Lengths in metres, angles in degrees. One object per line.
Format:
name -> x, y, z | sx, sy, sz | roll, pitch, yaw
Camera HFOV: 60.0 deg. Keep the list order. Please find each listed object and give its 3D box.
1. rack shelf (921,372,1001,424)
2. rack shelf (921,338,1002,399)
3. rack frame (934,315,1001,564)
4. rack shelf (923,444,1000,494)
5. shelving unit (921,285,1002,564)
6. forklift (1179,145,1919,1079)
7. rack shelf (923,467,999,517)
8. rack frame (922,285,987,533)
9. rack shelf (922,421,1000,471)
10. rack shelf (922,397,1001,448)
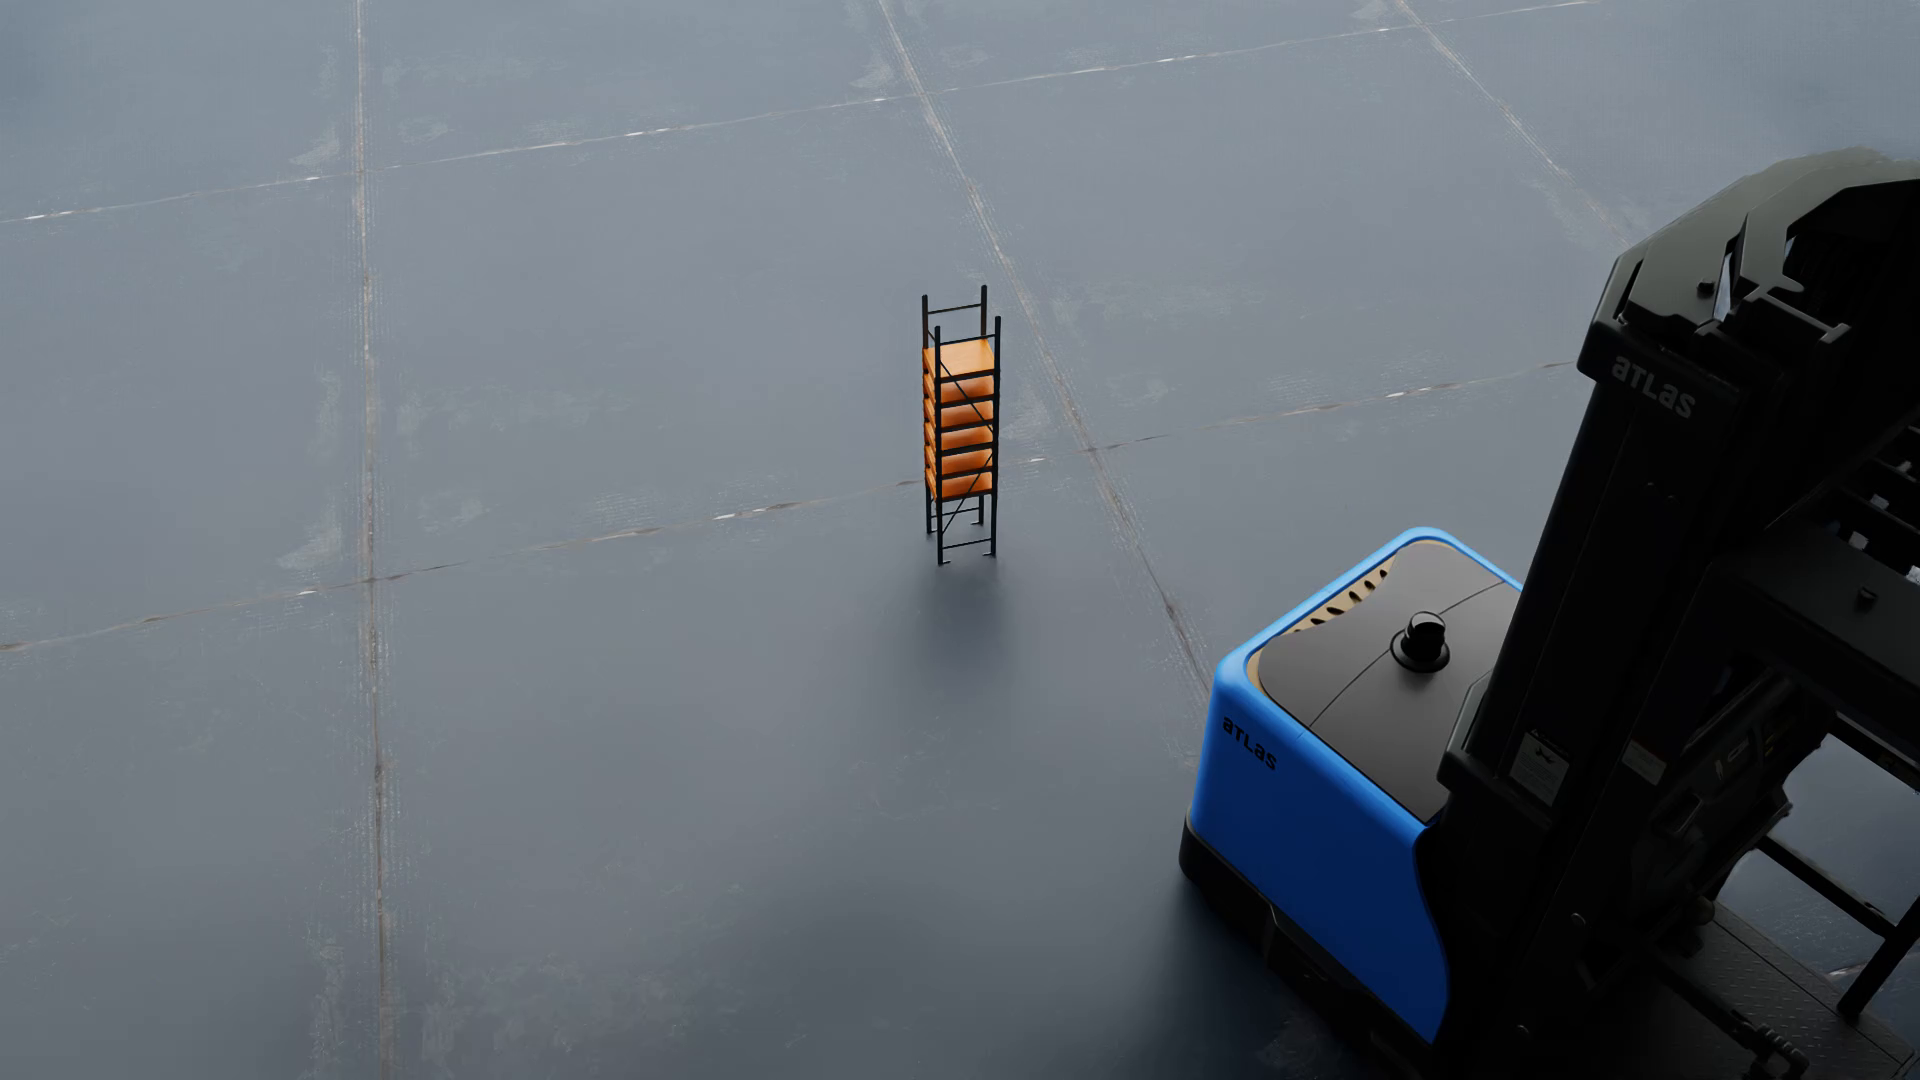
rack shelf -> 0.004, -0.547, 6.172 | 0.258, 0.103, 0.180 | -11, 47, -10
rack shelf -> 0.004, -0.631, 6.086 | 0.258, 0.103, 0.180 | -11, 47, -10
rack frame -> 0.027, -0.347, 6.250 | 0.240, 1.200, 0.006 | -11, 47, -10
rack shelf -> 0.004, -0.295, 6.429 | 0.258, 0.103, 0.180 | -11, 47, -10
shelving unit -> 0.004, -0.410, 6.312 | 0.258, 1.200, 0.189 | -11, 47, -10
forklift -> 2.062, 0.688, 4.024 | 1.130, 2.935, 3.031 | -31, 53, -27
rack shelf -> 0.004, -0.211, 6.515 | 0.258, 0.103, 0.180 | -11, 47, -10
rack frame -> -0.020, -0.473, 6.374 | 0.240, 1.200, 0.006 | -11, 47, -10
rack shelf -> 0.004, -0.379, 6.343 | 0.258, 0.103, 0.180 | -11, 47, -10
rack shelf -> 0.004, -0.463, 6.258 | 0.258, 0.103, 0.180 | -11, 47, -10
